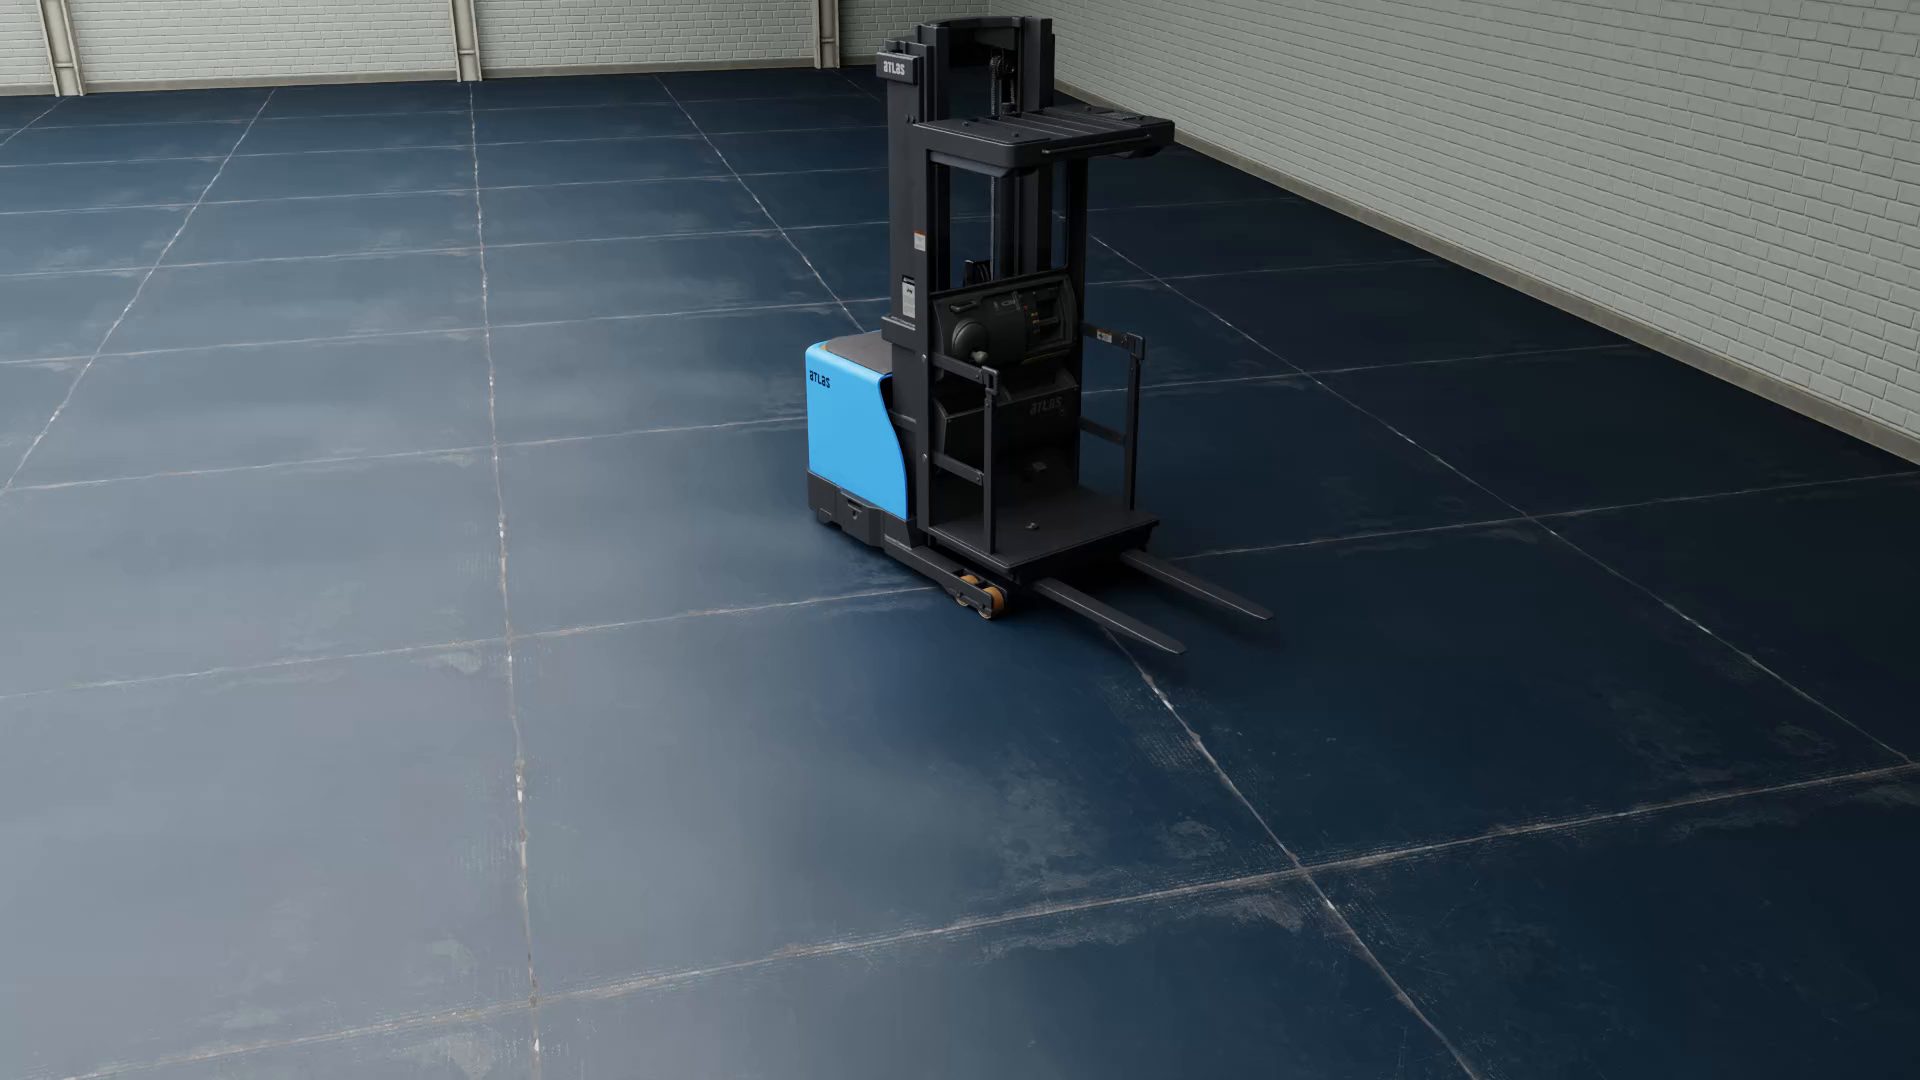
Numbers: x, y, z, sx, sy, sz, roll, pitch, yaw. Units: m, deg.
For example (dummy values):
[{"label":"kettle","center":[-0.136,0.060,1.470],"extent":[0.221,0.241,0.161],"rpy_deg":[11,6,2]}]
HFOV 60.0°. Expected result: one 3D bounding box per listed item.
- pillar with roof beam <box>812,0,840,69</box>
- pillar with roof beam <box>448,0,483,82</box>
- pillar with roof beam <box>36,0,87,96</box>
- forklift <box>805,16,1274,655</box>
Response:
[{"label":"pillar with roof beam","center":[-1.149,-10.732,23.348],"extent":[0.400,9.000,9.100],"rpy_deg":[-6,24,-14]},{"label":"pillar with roof beam","center":[-6.926,-10.092,21.859],"extent":[0.400,9.000,9.100],"rpy_deg":[-6,24,-14]},{"label":"pillar with roof beam","center":[-12.702,-9.453,20.370],"extent":[0.400,9.000,9.100],"rpy_deg":[-6,24,-14]},{"label":"forklift","center":[0.382,-1.152,8.718],"extent":[1.130,2.935,3.031],"rpy_deg":[-17,28,-34]}]
